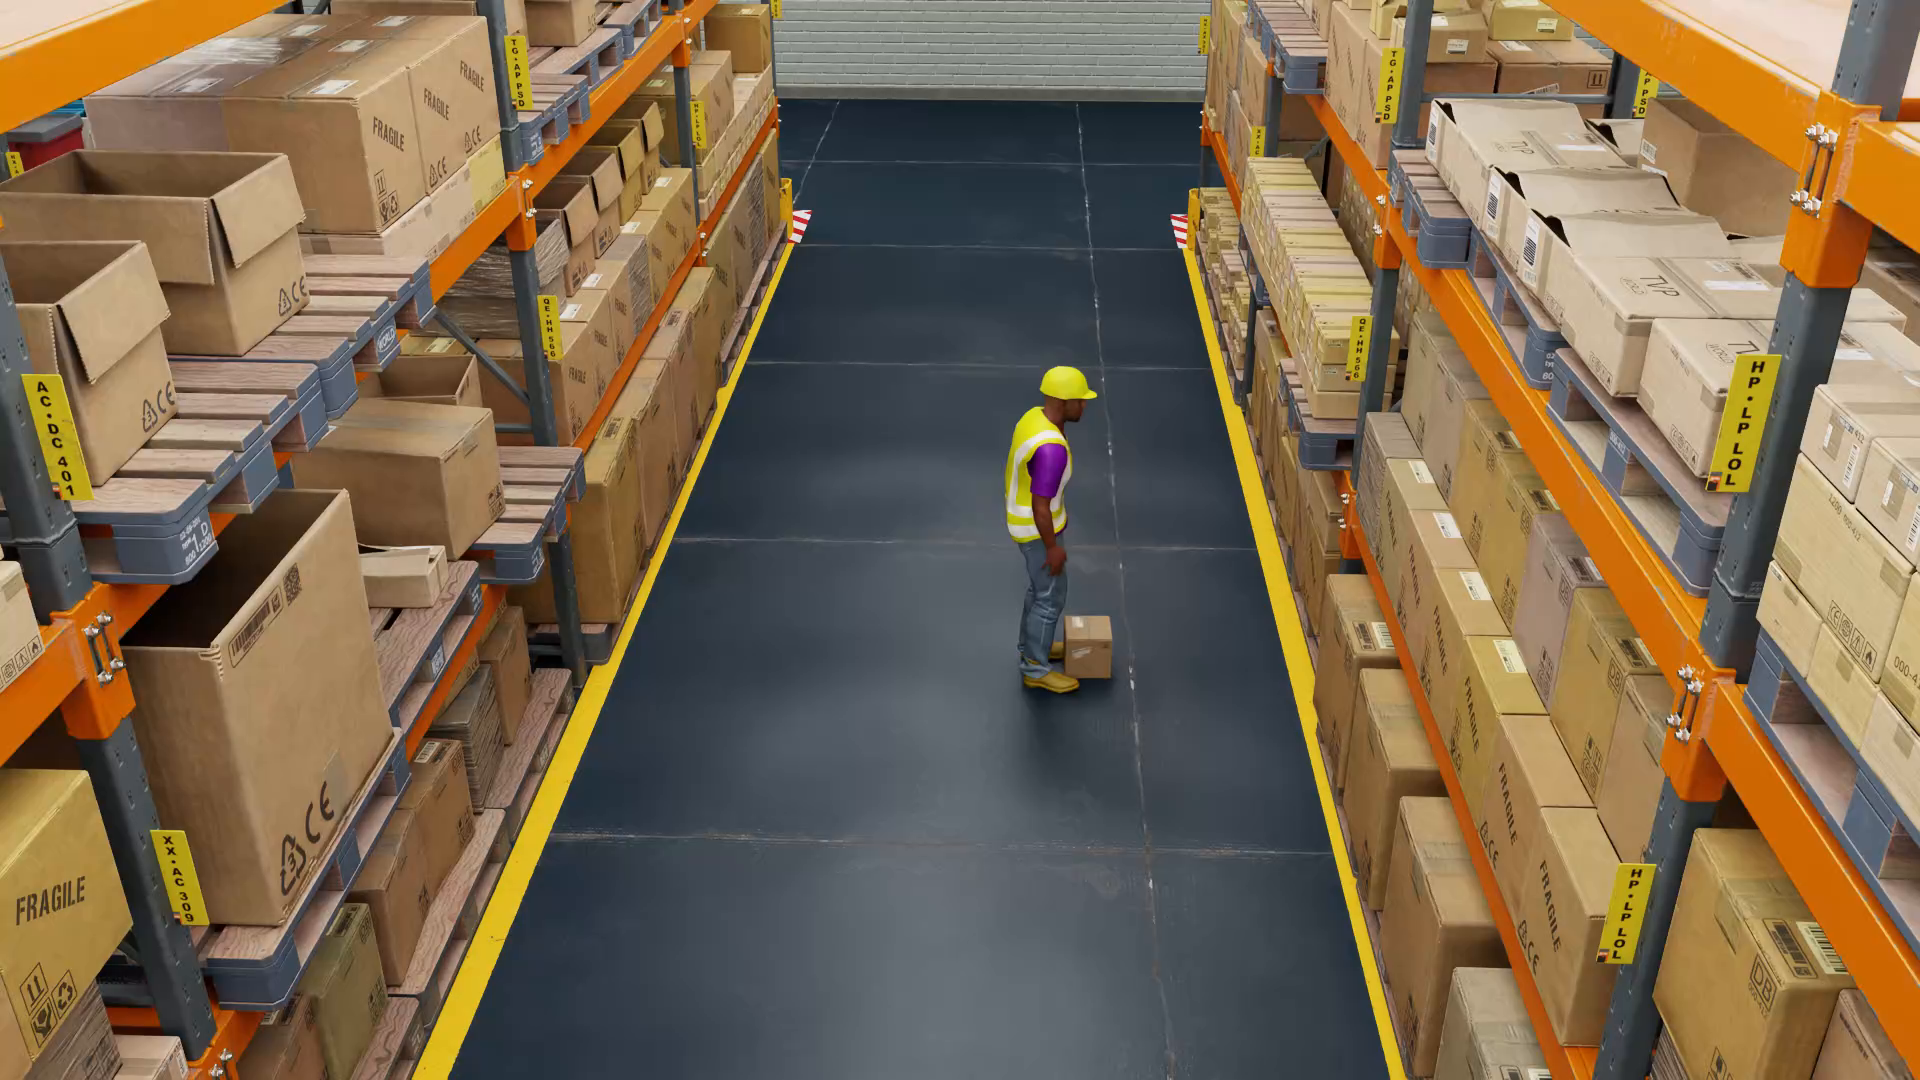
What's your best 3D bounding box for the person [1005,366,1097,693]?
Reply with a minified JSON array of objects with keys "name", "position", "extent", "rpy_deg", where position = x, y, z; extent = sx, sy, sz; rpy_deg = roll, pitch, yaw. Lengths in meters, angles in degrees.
[{"name":"person","position":[0.464,-0.079,8.754],"extent":[0.462,1.759,0.622],"rpy_deg":[0,28,0]}]
